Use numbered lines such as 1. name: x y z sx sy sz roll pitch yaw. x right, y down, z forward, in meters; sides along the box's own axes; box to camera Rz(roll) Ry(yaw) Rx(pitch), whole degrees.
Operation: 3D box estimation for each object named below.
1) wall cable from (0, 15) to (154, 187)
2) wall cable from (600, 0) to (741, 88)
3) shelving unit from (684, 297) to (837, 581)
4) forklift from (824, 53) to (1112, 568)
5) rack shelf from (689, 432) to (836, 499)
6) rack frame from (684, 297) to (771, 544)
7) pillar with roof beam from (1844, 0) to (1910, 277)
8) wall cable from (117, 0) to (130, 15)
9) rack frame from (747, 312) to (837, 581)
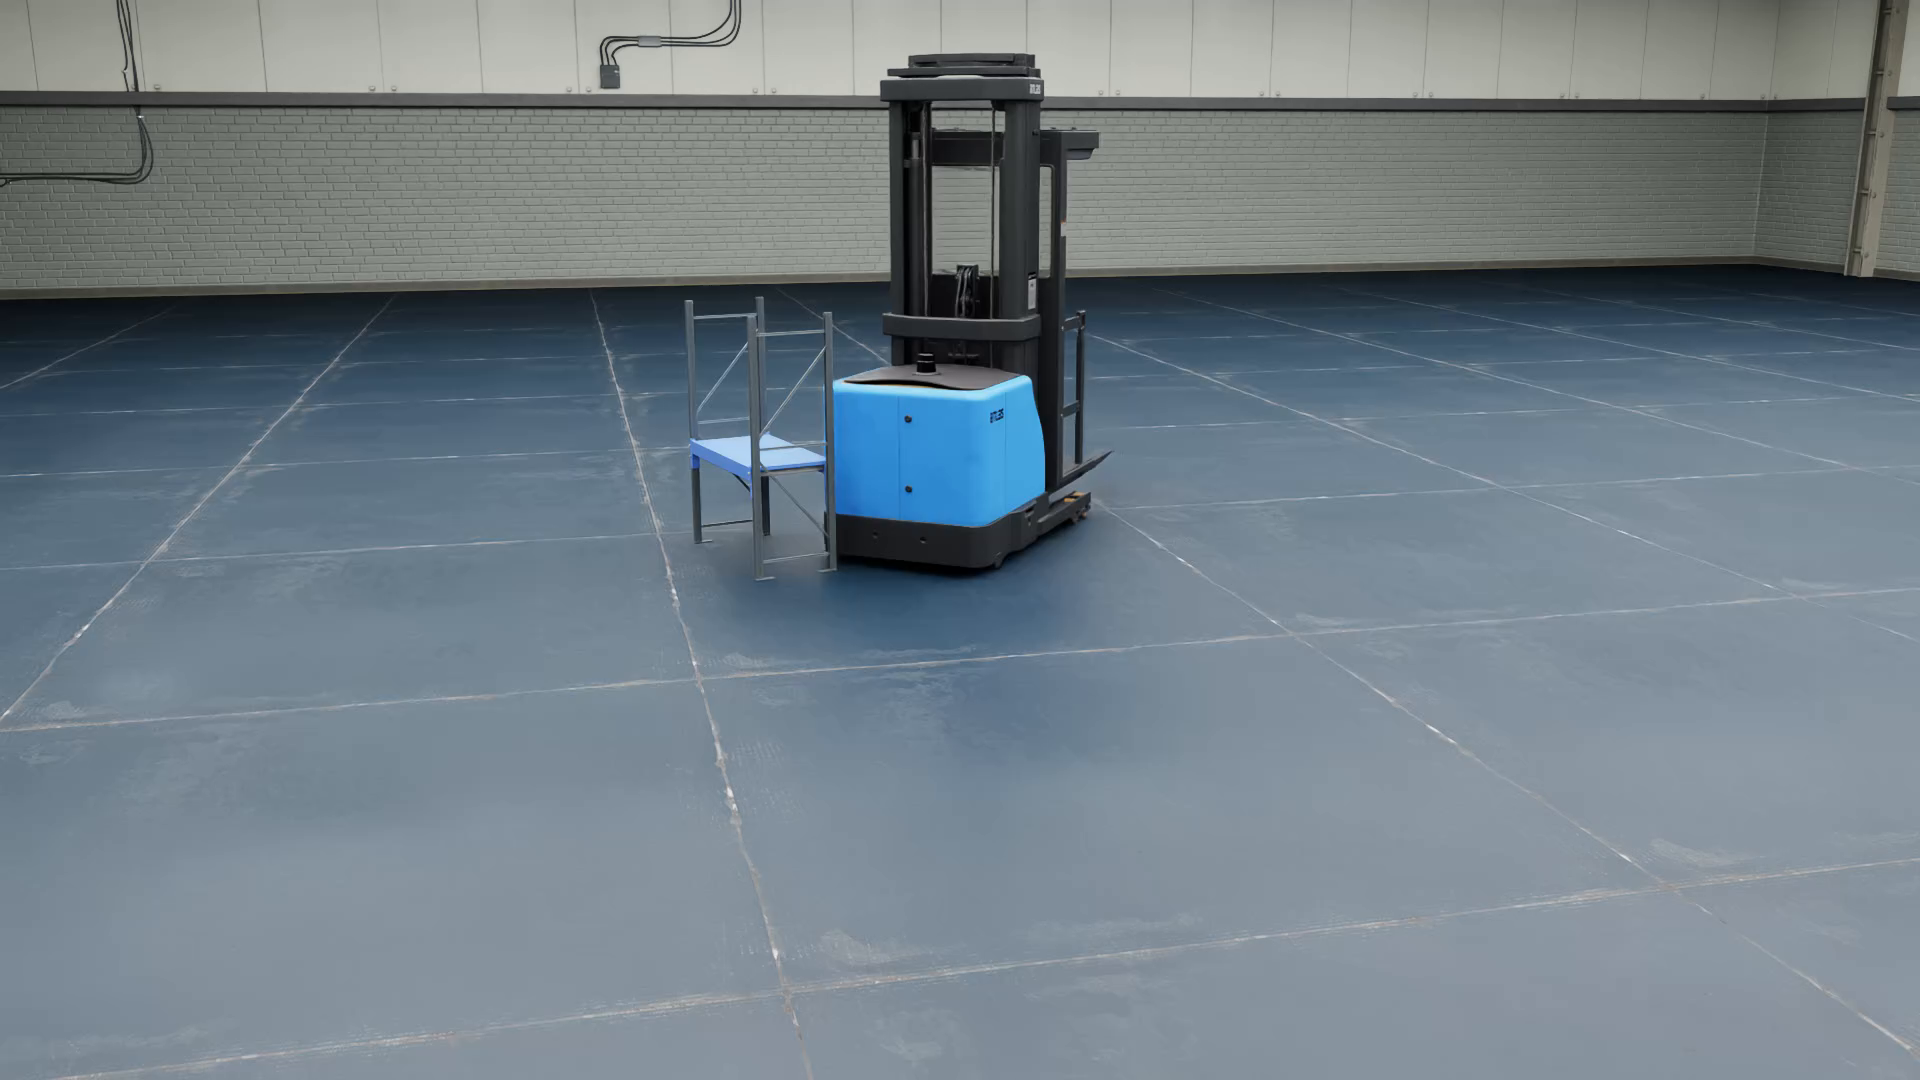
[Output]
1. wall cable: -13.907 -6.599 25.018 3.097 2.526 0.112 -3 14 -13
2. wall cable: -4.675 -10.285 26.397 2.305 6.003 0.169 -3 14 -13
3. shelving unit: -1.188 -0.630 9.846 0.538 1.500 1.048 -7 16 -28
4. forklift: 0.226 -1.567 10.665 1.130 2.935 3.031 6 15 22
5. rack shelf: -1.188 -0.455 9.889 0.538 0.185 1.000 -7 16 -28
6. rack frame: -1.431 -0.736 10.280 0.500 1.500 0.032 -7 16 -28
7. pillar with roof beam: 11.934 -8.870 27.770 9.100 9.000 0.400 -3 14 -13
8. wall cable: -11.277 -9.203 25.036 3.097 2.526 0.112 -3 14 -13
9. rack frame: -0.945 -0.524 9.412 0.500 1.500 0.032 -7 16 -28
